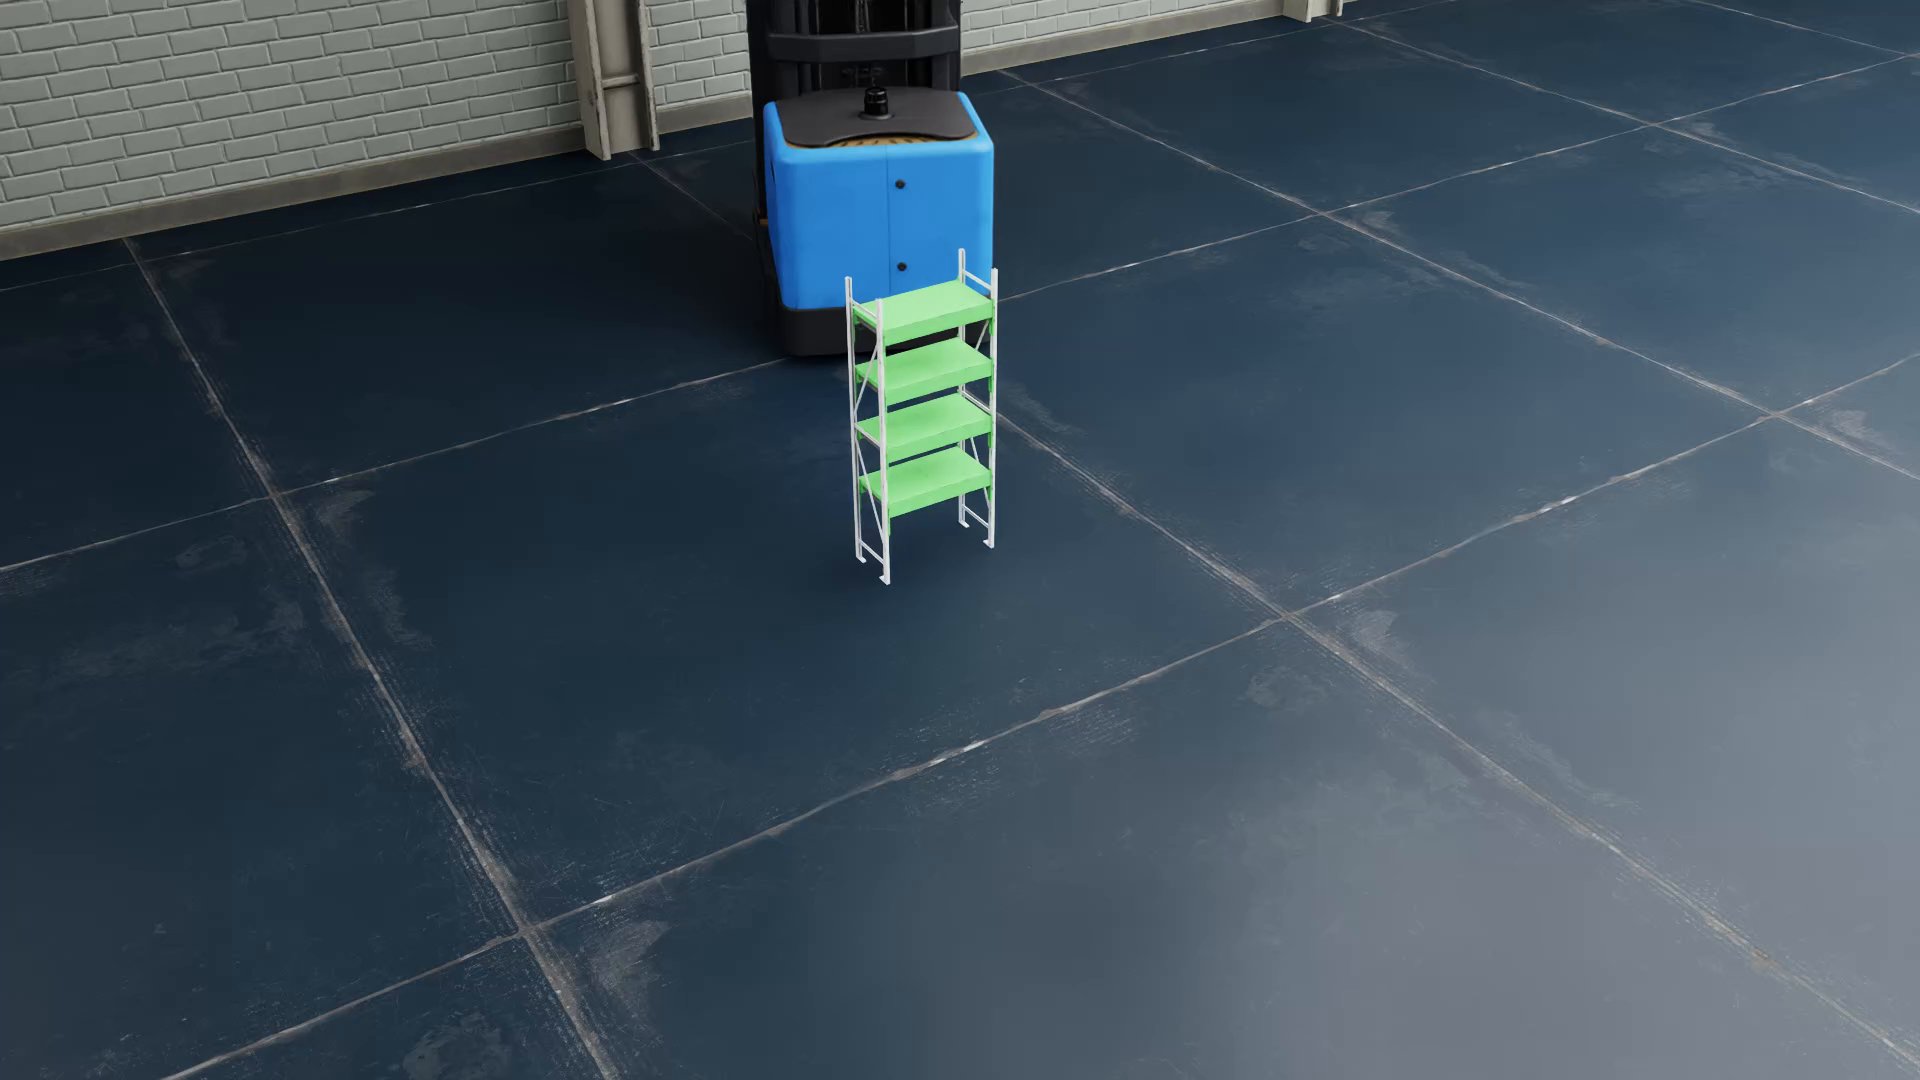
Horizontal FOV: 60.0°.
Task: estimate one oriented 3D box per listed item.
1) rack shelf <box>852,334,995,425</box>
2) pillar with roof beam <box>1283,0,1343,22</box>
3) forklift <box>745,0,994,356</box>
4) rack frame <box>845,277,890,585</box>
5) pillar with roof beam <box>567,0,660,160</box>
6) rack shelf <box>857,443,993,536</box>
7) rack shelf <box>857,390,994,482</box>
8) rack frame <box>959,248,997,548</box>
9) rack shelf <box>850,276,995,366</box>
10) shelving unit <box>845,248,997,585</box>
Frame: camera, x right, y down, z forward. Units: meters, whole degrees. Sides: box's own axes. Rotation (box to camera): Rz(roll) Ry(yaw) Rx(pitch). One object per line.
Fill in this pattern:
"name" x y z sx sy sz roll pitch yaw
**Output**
"rack shelf" -0.139 -0.609 6.260 0.480 0.148 0.258 -19 37 -27
"pillar with roof beam" 5.188 -6.149 8.064 0.400 9.000 9.100 -19 37 -27
"forklift" -0.581 -2.899 8.598 1.130 2.935 3.031 -5 33 -8
"rack frame" -0.344 -0.389 6.242 0.015 1.200 0.240 -19 37 -27
"pillar with roof beam" 0.145 -4.415 5.315 0.400 9.000 9.100 -19 37 -27
"rack shelf" -0.139 -0.203 6.516 0.480 0.148 0.258 -19 37 -27
"rack shelf" -0.139 -0.406 6.388 0.480 0.148 0.258 -19 37 -27
"rack frame" 0.066 -0.530 6.466 0.015 1.200 0.240 -19 37 -27
"rack shelf" -0.139 -0.812 6.132 0.480 0.148 0.258 -19 37 -27
"shelving unit" -0.139 -0.460 6.354 0.503 1.200 0.258 -19 37 -27
